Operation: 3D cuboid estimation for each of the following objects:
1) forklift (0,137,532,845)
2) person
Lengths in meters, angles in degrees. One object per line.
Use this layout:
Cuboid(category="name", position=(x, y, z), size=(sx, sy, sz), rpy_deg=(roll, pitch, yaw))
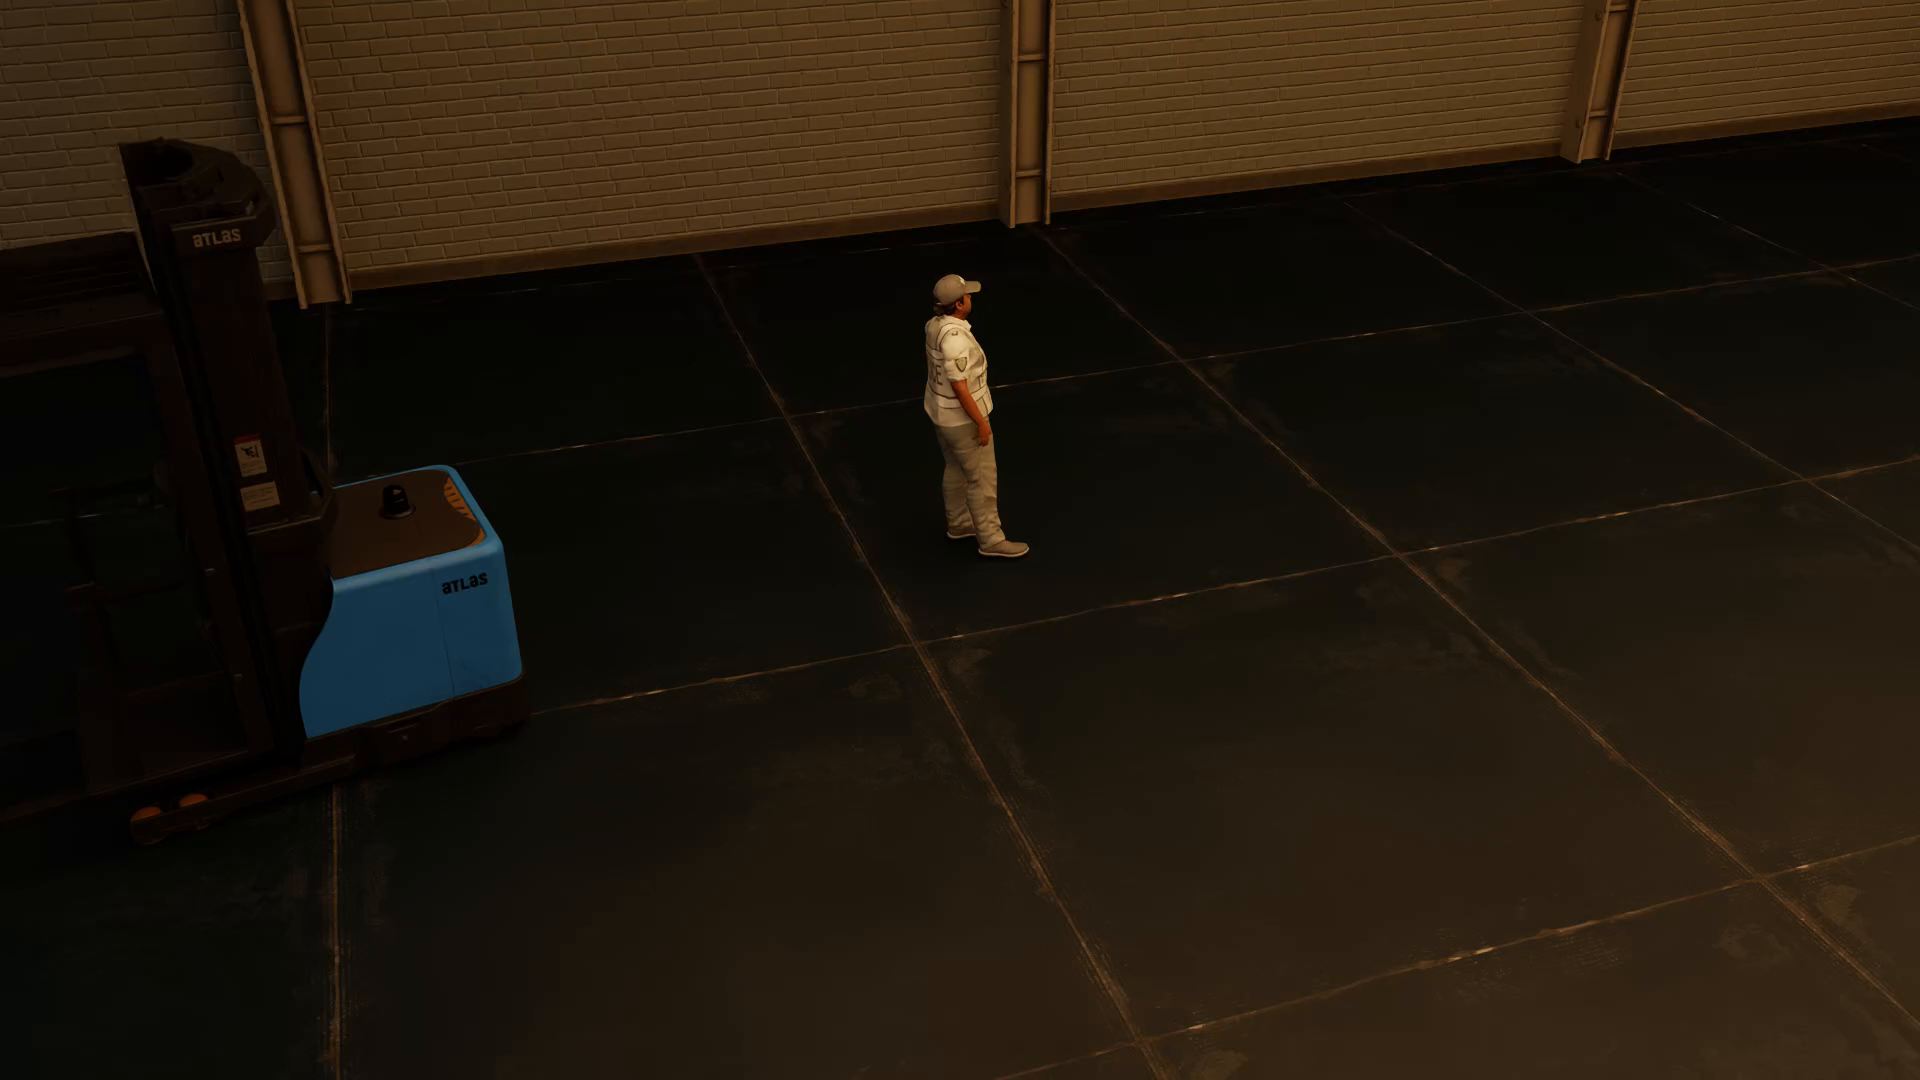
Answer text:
Cuboid(category="forklift", position=(-3.700, -0.181, 7.402), size=(3.031, 2.935, 1.130), rpy_deg=(-16, 33, -25))
Cuboid(category="person", position=(0.080, -0.730, 9.609), size=(0.529, 1.670, 0.598), rpy_deg=(-10, 31, -16))
